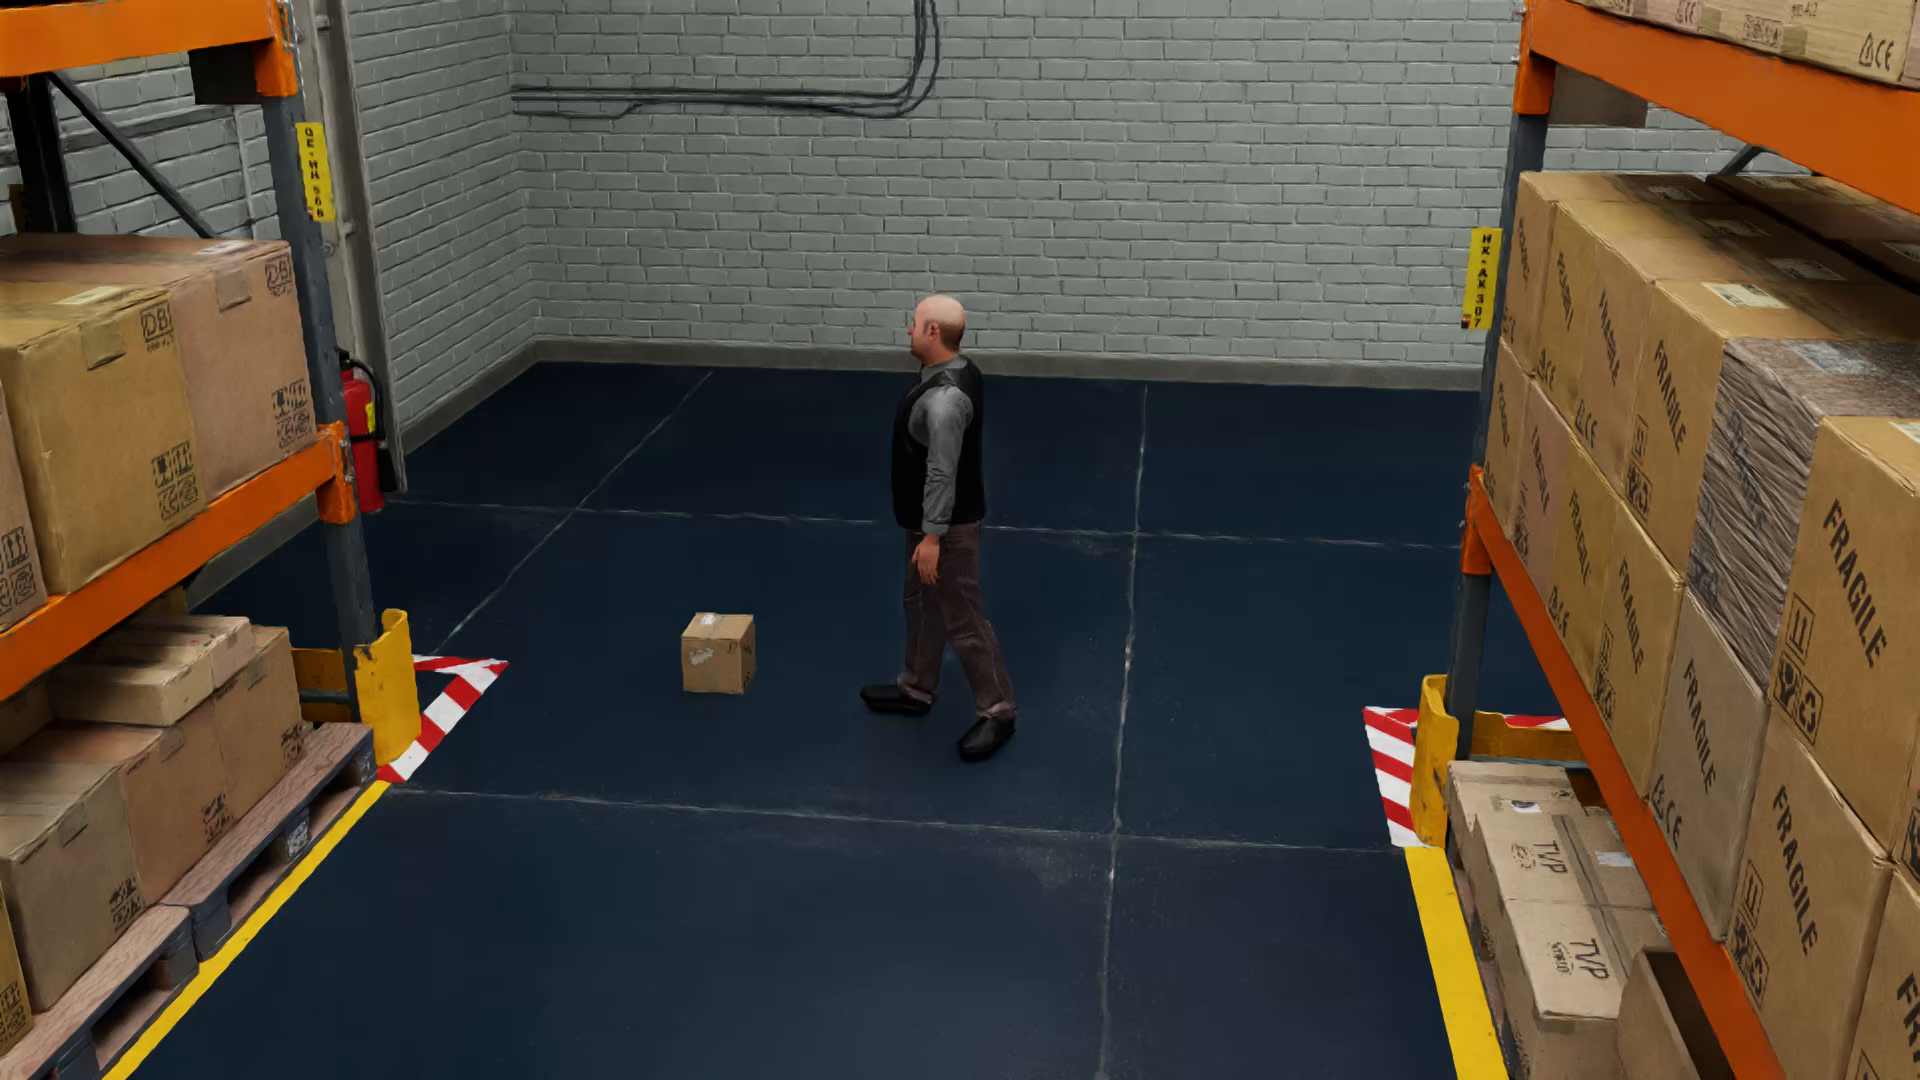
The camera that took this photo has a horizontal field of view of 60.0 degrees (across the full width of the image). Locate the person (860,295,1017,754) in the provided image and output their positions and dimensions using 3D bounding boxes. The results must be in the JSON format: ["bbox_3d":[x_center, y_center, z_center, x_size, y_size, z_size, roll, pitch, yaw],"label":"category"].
[{"bbox_3d":[-0.092,-0.087,6.335,0.627,1.722,0.738,0,21,0],"label":"person"}]
